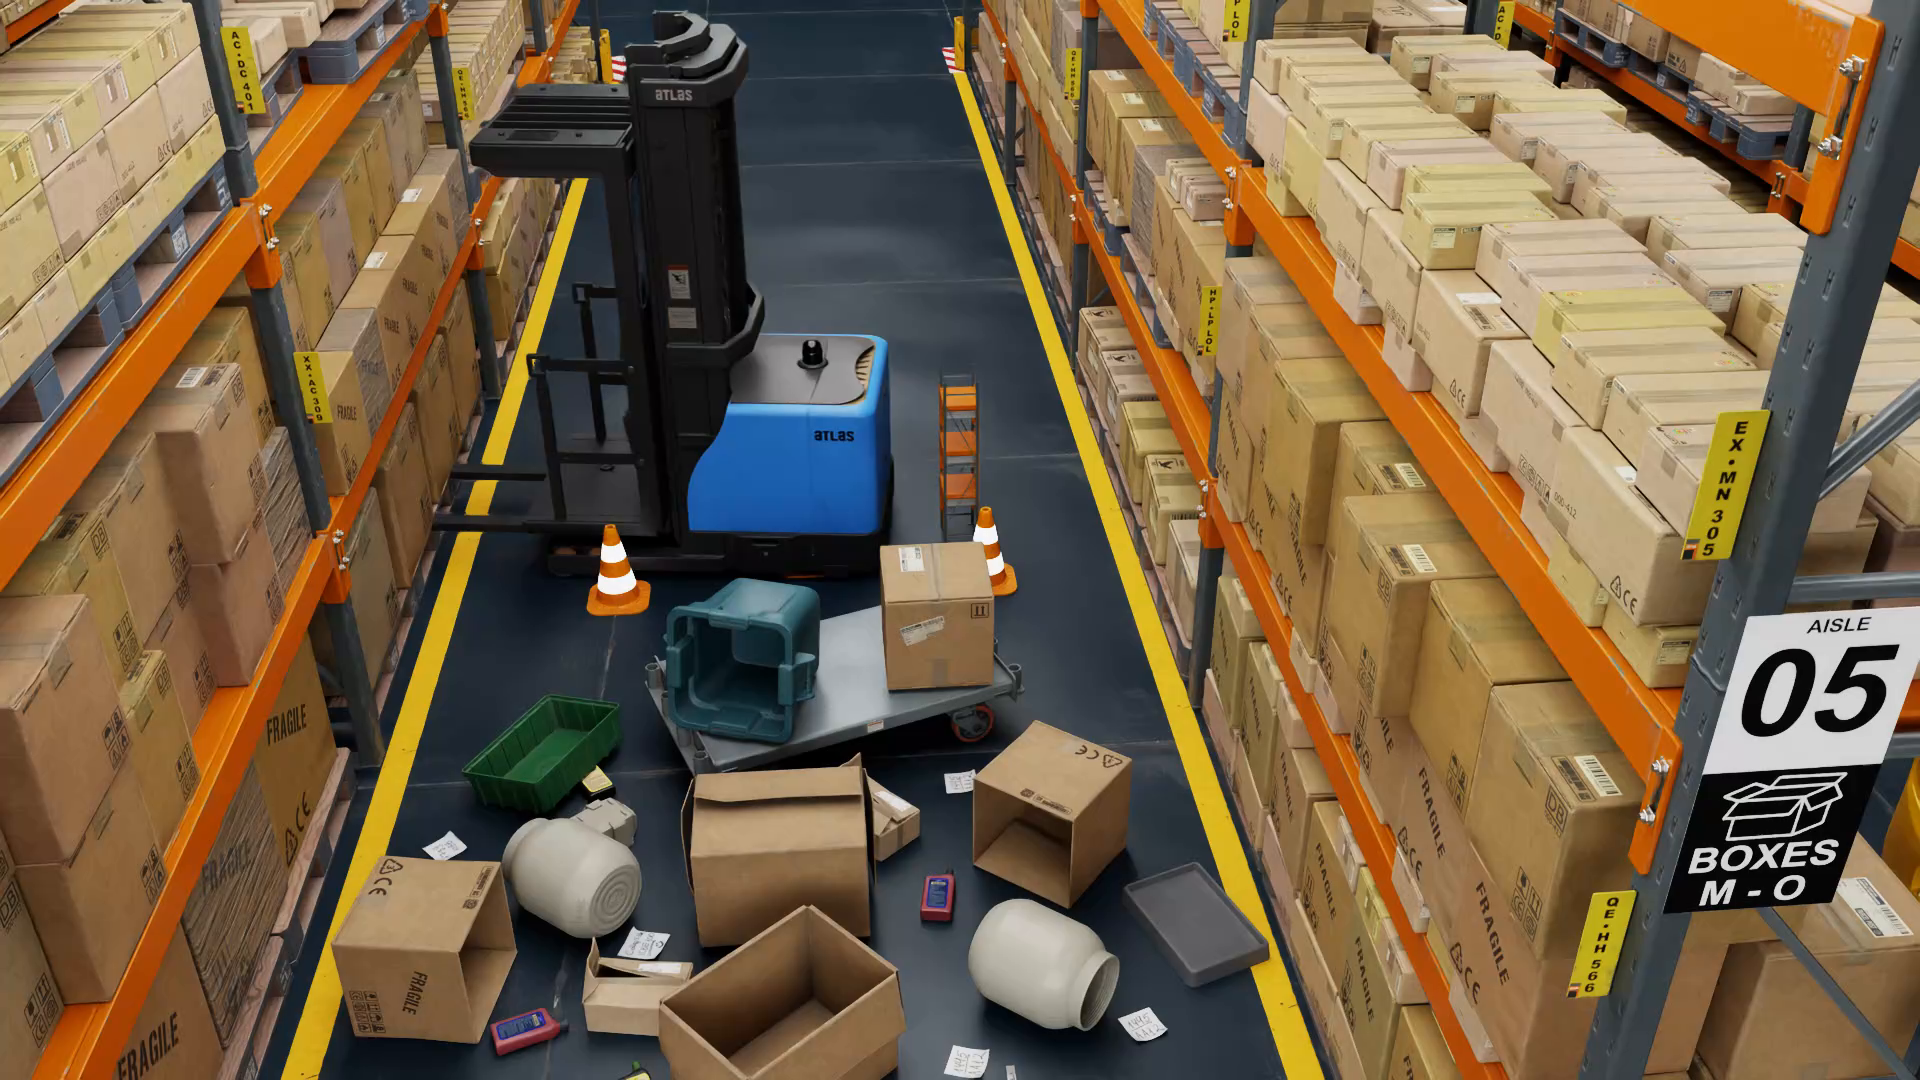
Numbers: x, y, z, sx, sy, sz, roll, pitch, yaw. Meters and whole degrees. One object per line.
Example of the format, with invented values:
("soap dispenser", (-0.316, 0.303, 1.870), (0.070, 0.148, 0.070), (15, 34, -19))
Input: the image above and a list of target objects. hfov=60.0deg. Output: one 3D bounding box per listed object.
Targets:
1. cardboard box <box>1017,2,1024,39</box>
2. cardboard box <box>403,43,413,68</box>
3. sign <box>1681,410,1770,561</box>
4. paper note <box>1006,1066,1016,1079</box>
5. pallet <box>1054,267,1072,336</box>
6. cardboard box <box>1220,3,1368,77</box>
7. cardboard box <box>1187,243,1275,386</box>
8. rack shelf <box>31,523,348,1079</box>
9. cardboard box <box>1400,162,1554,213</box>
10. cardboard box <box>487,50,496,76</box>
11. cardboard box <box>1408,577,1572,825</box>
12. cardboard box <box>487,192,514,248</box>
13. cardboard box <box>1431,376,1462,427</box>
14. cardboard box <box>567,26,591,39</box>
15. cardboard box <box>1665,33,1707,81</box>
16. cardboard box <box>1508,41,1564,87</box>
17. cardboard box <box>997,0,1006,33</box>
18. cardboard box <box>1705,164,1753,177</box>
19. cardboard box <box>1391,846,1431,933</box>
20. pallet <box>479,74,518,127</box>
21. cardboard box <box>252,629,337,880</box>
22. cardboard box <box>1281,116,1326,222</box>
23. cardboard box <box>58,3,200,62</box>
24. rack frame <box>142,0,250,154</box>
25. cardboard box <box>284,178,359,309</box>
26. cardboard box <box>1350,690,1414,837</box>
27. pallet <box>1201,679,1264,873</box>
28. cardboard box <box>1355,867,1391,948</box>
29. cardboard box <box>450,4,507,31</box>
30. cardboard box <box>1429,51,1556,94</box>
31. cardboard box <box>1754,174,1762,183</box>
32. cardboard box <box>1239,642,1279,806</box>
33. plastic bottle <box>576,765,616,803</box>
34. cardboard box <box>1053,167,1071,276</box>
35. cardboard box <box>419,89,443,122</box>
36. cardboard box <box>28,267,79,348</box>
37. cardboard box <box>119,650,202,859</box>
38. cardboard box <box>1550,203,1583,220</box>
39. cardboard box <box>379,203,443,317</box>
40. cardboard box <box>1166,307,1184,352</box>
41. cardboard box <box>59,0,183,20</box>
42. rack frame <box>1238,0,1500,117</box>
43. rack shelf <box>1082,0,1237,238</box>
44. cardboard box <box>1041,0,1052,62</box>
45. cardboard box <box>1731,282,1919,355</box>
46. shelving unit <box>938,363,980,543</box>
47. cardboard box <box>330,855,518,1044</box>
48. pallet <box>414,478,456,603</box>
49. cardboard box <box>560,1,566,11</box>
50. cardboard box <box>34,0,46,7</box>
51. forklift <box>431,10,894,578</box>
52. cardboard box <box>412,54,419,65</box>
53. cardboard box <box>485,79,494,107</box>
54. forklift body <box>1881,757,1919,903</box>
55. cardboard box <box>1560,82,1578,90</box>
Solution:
("cardboard box", (0.745, -4.225, 13.556), (0.500, 0.250, 0.500), (-2, 31, -4))
("cardboard box", (-4.305, -3.596, 12.391), (0.380, 0.149, 0.250), (-3, 31, -5))
("sign", (1.474, -0.102, 3.208), (0.100, 0.325, 0.005), (-3, 31, -5))
("paper note", (0.197, 2.045, 6.316), (0.032, 0.001, 0.123), (-3, 31, -5))
("pallet", (1.283, -1.744, 12.464), (1.003, 0.211, 1.213), (-3, 31, -5))
("cardboard box", (1.456, -2.188, 7.299), (0.500, 0.250, 0.500), (-3, 31, -6))
("cardboard box", (1.383, -1.069, 7.817), (0.500, 0.500, 0.500), (-3, 31, -6))
("rack shelf", (-3.077, 1.126, 5.642), (1.077, 0.370, 4.000), (-3, 31, -5))
("cardboard box", (1.587, -1.049, 5.123), (0.380, 0.149, 0.250), (-2, 31, -4))
("cardboard box", (-3.634, -3.498, 12.227), (0.380, 0.149, 0.250), (-2, 31, -3))
("cardboard box", (1.724, 0.440, 4.725), (0.700, 0.500, 0.500), (-2, 31, -4))
("cardboard box", (-3.509, -2.298, 11.969), (0.500, 0.250, 0.500), (-3, 31, -5))
("cardboard box", (1.625, -0.455, 4.906), (0.380, 0.149, 0.250), (-4, 31, -6))
("cardboard box", (-4.083, -5.285, 17.463), (0.380, 0.149, 0.250), (-2, 31, -4))
("cardboard box", (5.886, -3.824, 12.717), (0.797, 0.503, 0.637), (-3, 31, -6))
("cardboard box", (5.576, -4.681, 16.690), (0.700, 0.500, 0.500), (-4, 31, -6))
("cardboard box", (0.610, -4.845, 14.839), (0.500, 0.500, 0.500), (-2, 31, -4))
("cardboard box", (5.908, -2.812, 12.928), (0.380, 0.149, 0.250), (-2, 31, -3))
("cardboard box", (1.590, 1.090, 5.244), (0.380, 0.149, 0.250), (-2, 31, -4))
("pallet", (-3.863, -3.173, 12.324), (1.003, 0.211, 1.213), (-3, 31, -5))
("cardboard box", (-3.275, 0.852, 7.061), (0.875, 0.875, 0.875), (-2, 31, -4))
("cardboard box", (1.481, -1.343, 6.005), (0.500, 0.250, 0.500), (-3, 31, -5))
("cardboard box", (-2.912, -1.778, 5.837), (0.380, 0.149, 0.250), (-3, 31, -5))
("rack frame", (-3.264, -2.780, 5.628), (1.000, 3.000, 0.127), (-3, 31, -5))
("cardboard box", (-3.413, -1.450, 8.180), (0.700, 0.500, 0.500), (-3, 31, -4))
("cardboard box", (1.618, 0.603, 5.427), (0.500, 0.500, 0.500), (-3, 31, -5))
("pallet", (1.753, 1.045, 7.794), (1.003, 0.211, 1.213), (-3, 31, -5))
("cardboard box", (1.573, 1.240, 5.657), (0.380, 0.149, 0.250), (-2, 31, -4))
("cardboard box", (-3.707, -4.018, 12.807), (0.380, 0.149, 0.250), (-3, 31, -5))
("cardboard box", (2.003, -1.735, 6.271), (0.380, 0.149, 0.250), (-3, 31, -6))
("cardboard box", (6.450, -2.845, 12.984), (0.380, 0.149, 0.250), (-4, 31, -7))
("cardboard box", (1.503, 0.772, 7.073), (0.500, 0.500, 0.500), (-2, 31, -3))
("plastic bottle", (-1.736, 1.126, 7.805), (0.133, 0.061, 0.283), (-20, 36, -30))
("cardboard box", (1.220, -2.616, 12.866), (0.875, 0.875, 0.875), (-2, 31, -4))
("cardboard box", (-3.488, -2.822, 10.804), (0.380, 0.149, 0.250), (-3, 31, -5))
("cardboard box", (-2.768, -0.658, 4.739), (0.380, 0.149, 0.250), (-3, 31, -5))
("cardboard box", (-3.061, 0.746, 5.430), (0.875, 0.550, 0.500), (-3, 31, -5))
("cardboard box", (2.108, -0.854, 5.186), (0.500, 0.250, 0.500), (-2, 31, -4))
("cardboard box", (-3.236, -1.562, 9.343), (0.500, 0.500, 0.500), (-3, 31, -5))
("cardboard box", (1.265, -1.080, 8.469), (0.380, 0.149, 0.250), (-3, 31, -5))
("cardboard box", (-3.598, -2.271, 7.341), (0.500, 0.250, 0.500), (-3, 31, -5))
("rack frame", (1.655, -3.069, 6.112), (1.000, 3.000, 0.127), (-3, 31, -5))
("rack shelf", (1.468, -2.493, 8.775), (1.077, 0.370, 4.000), (-3, 31, -5))
("cardboard box", (0.877, -3.774, 12.071), (0.500, 0.500, 0.500), (-3, 31, -5))
("cardboard box", (2.248, -0.555, 4.295), (0.380, 0.149, 0.250), (-3, 31, -5))
("shelving unit", (-0.005, -0.478, 9.527), (0.215, 1.050, 0.252), (-3, 31, -5))
("cardboard box", (-2.097, 1.611, 6.563), (0.500, 0.500, 0.500), (2, 31, 4))
("pallet", (-3.528, -0.022, 9.581), (1.003, 0.211, 1.213), (-3, 31, -5))
("cardboard box", (-3.884, -5.011, 15.459), (0.380, 0.149, 0.250), (-1, 31, -2))
("cardboard box", (-8.829, -5.091, 15.592), (0.380, 0.149, 0.250), (-2, 31, -4))
("forklift", (-1.933, -1.315, 9.093), (3.031, 2.935, 1.130), (1, 31, 2))
("cardboard box", (-4.335, -3.611, 12.705), (0.380, 0.149, 0.250), (-4, 31, -7))
("cardboard box", (-3.604, -3.234, 12.074), (0.380, 0.149, 0.250), (-2, 31, -4))
("forklift body", (4.977, 0.793, 6.325), (2.313, 2.155, 1.214), (-3, 31, -5))
("cardboard box", (5.618, -4.007, 14.929), (0.380, 0.149, 0.250), (-1, 31, -2))
